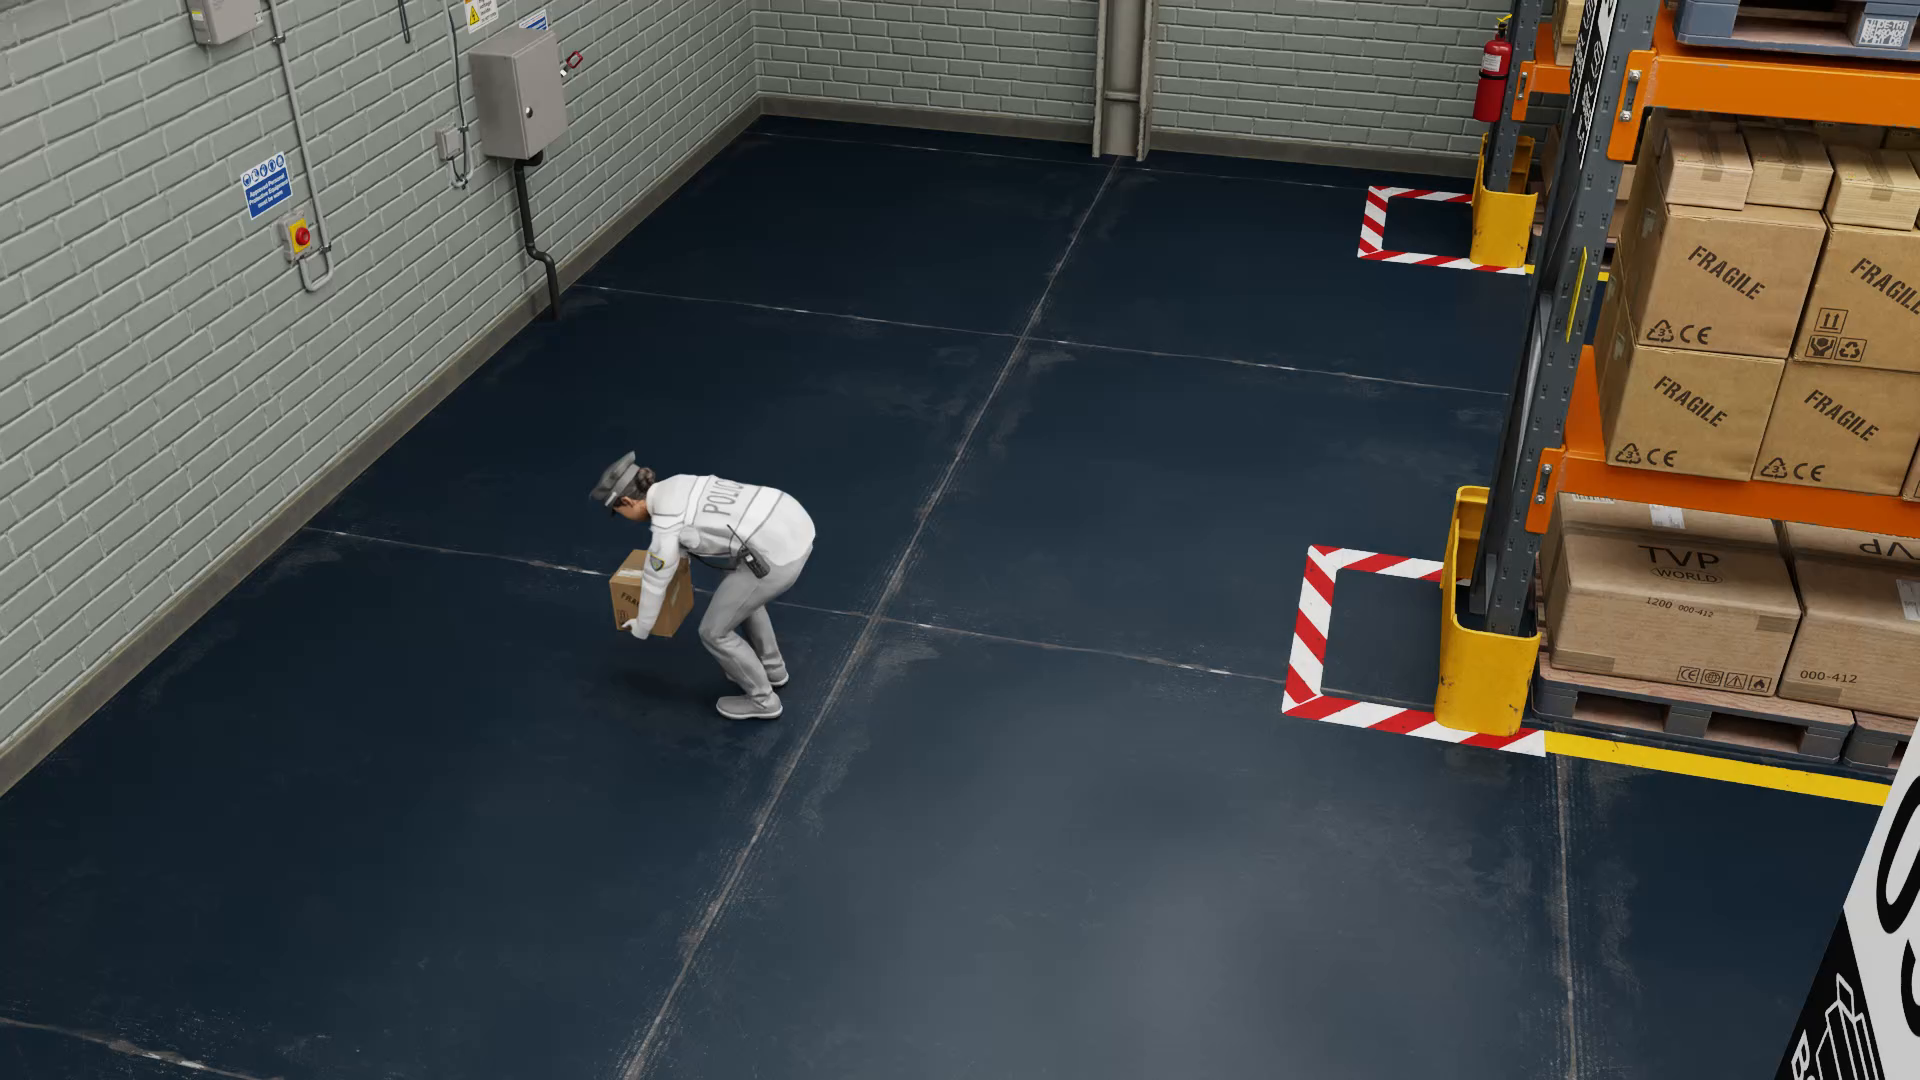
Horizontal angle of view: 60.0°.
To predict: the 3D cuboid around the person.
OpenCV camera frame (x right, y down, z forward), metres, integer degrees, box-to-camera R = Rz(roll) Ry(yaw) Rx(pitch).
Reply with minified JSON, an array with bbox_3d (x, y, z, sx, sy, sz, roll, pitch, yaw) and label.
[{"bbox_3d":[-1.046,0.177,6.864,0.917,1.126,0.438,7,34,10],"label":"person"}]
